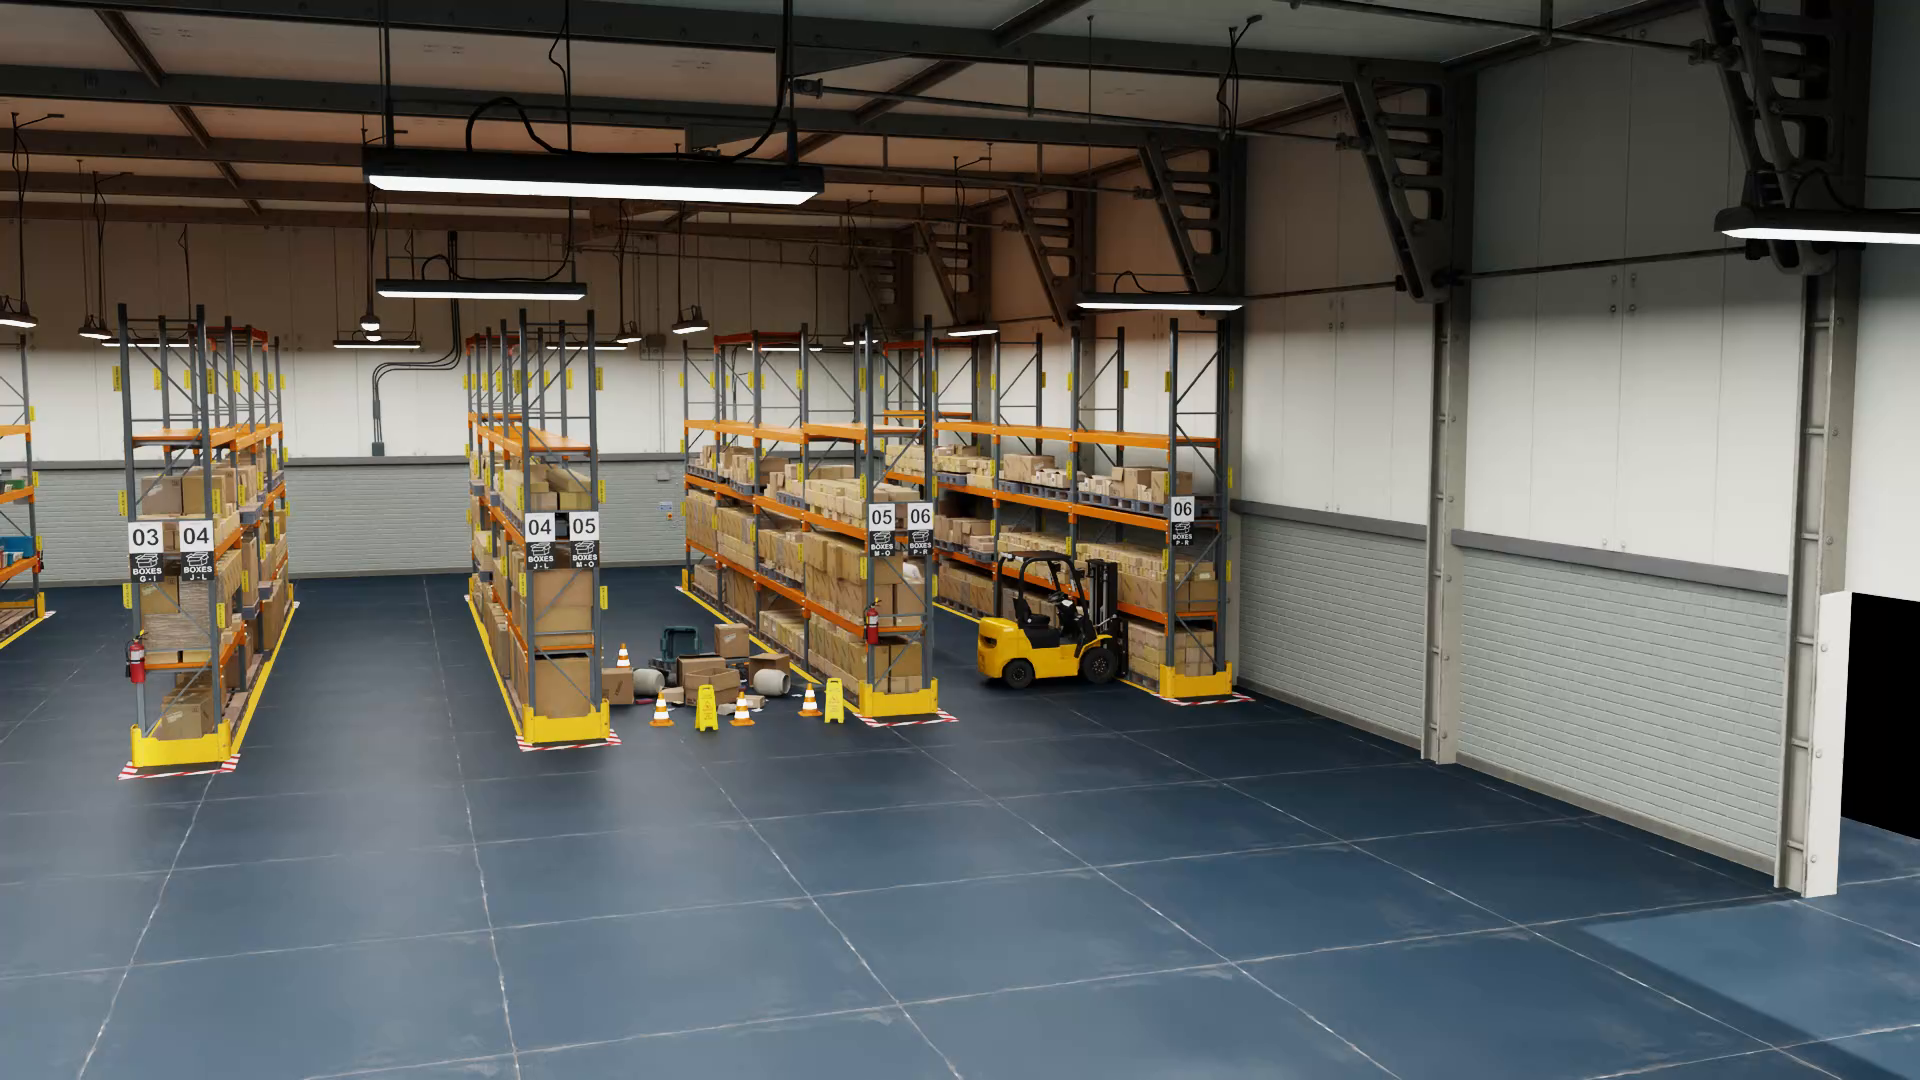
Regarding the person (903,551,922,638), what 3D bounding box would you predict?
[{"bbox_3d":[-1.087,1.104,32.052,0.711,1.756,0.727,-2,6,-18],"label":"person"}]
